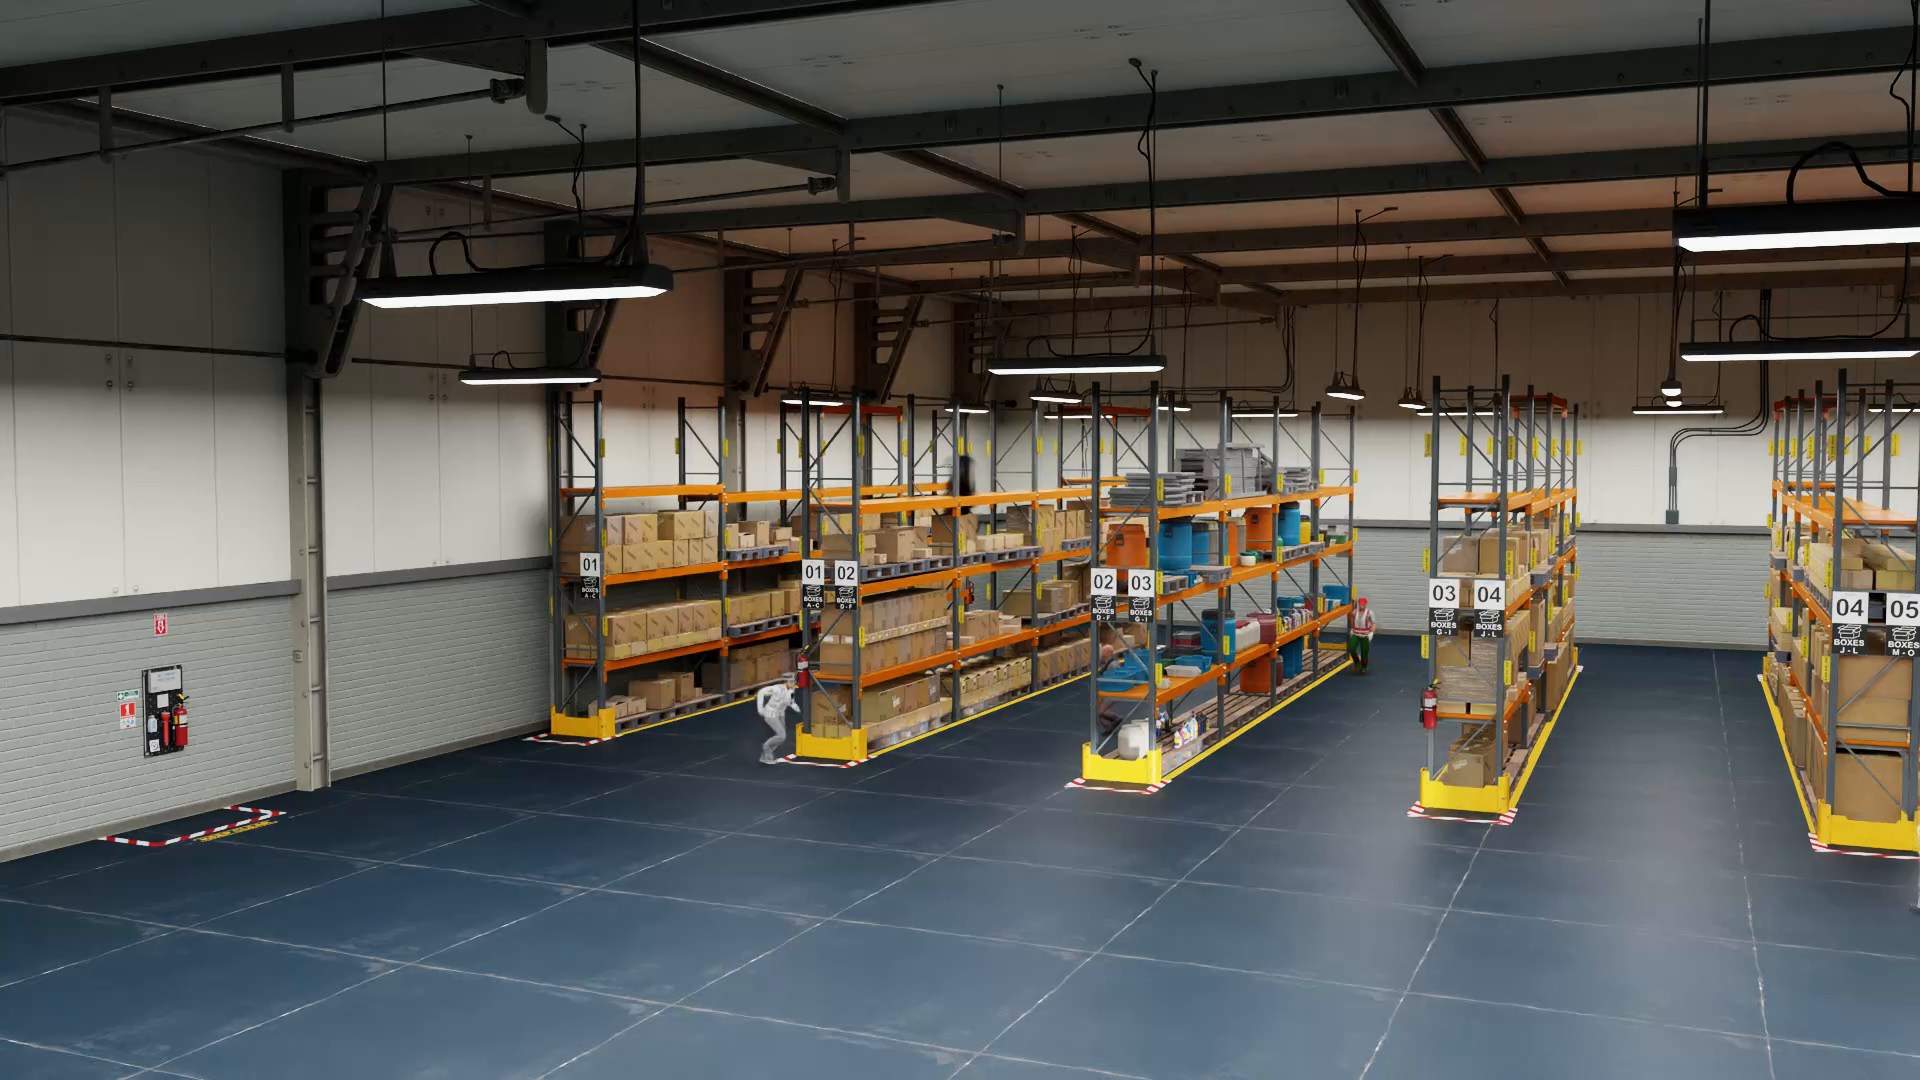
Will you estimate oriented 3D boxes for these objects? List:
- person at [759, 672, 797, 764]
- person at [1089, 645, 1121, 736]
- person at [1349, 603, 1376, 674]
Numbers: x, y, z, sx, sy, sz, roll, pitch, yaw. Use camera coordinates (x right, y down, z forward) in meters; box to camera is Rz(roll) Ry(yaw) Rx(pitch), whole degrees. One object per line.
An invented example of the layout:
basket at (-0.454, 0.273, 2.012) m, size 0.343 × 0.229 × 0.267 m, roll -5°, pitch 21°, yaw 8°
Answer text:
person at (-2.866, 2.810, 26.186) m, size 0.770 × 1.495 × 0.381 m, roll 2°, pitch 4°, yaw 37°
person at (2.544, 2.617, 28.785) m, size 0.523 × 1.629 × 0.605 m, roll -2°, pitch 4°, yaw -29°
person at (8.887, 2.125, 36.633) m, size 0.634 × 1.679 × 0.597 m, roll 2°, pitch 4°, yaw 29°
